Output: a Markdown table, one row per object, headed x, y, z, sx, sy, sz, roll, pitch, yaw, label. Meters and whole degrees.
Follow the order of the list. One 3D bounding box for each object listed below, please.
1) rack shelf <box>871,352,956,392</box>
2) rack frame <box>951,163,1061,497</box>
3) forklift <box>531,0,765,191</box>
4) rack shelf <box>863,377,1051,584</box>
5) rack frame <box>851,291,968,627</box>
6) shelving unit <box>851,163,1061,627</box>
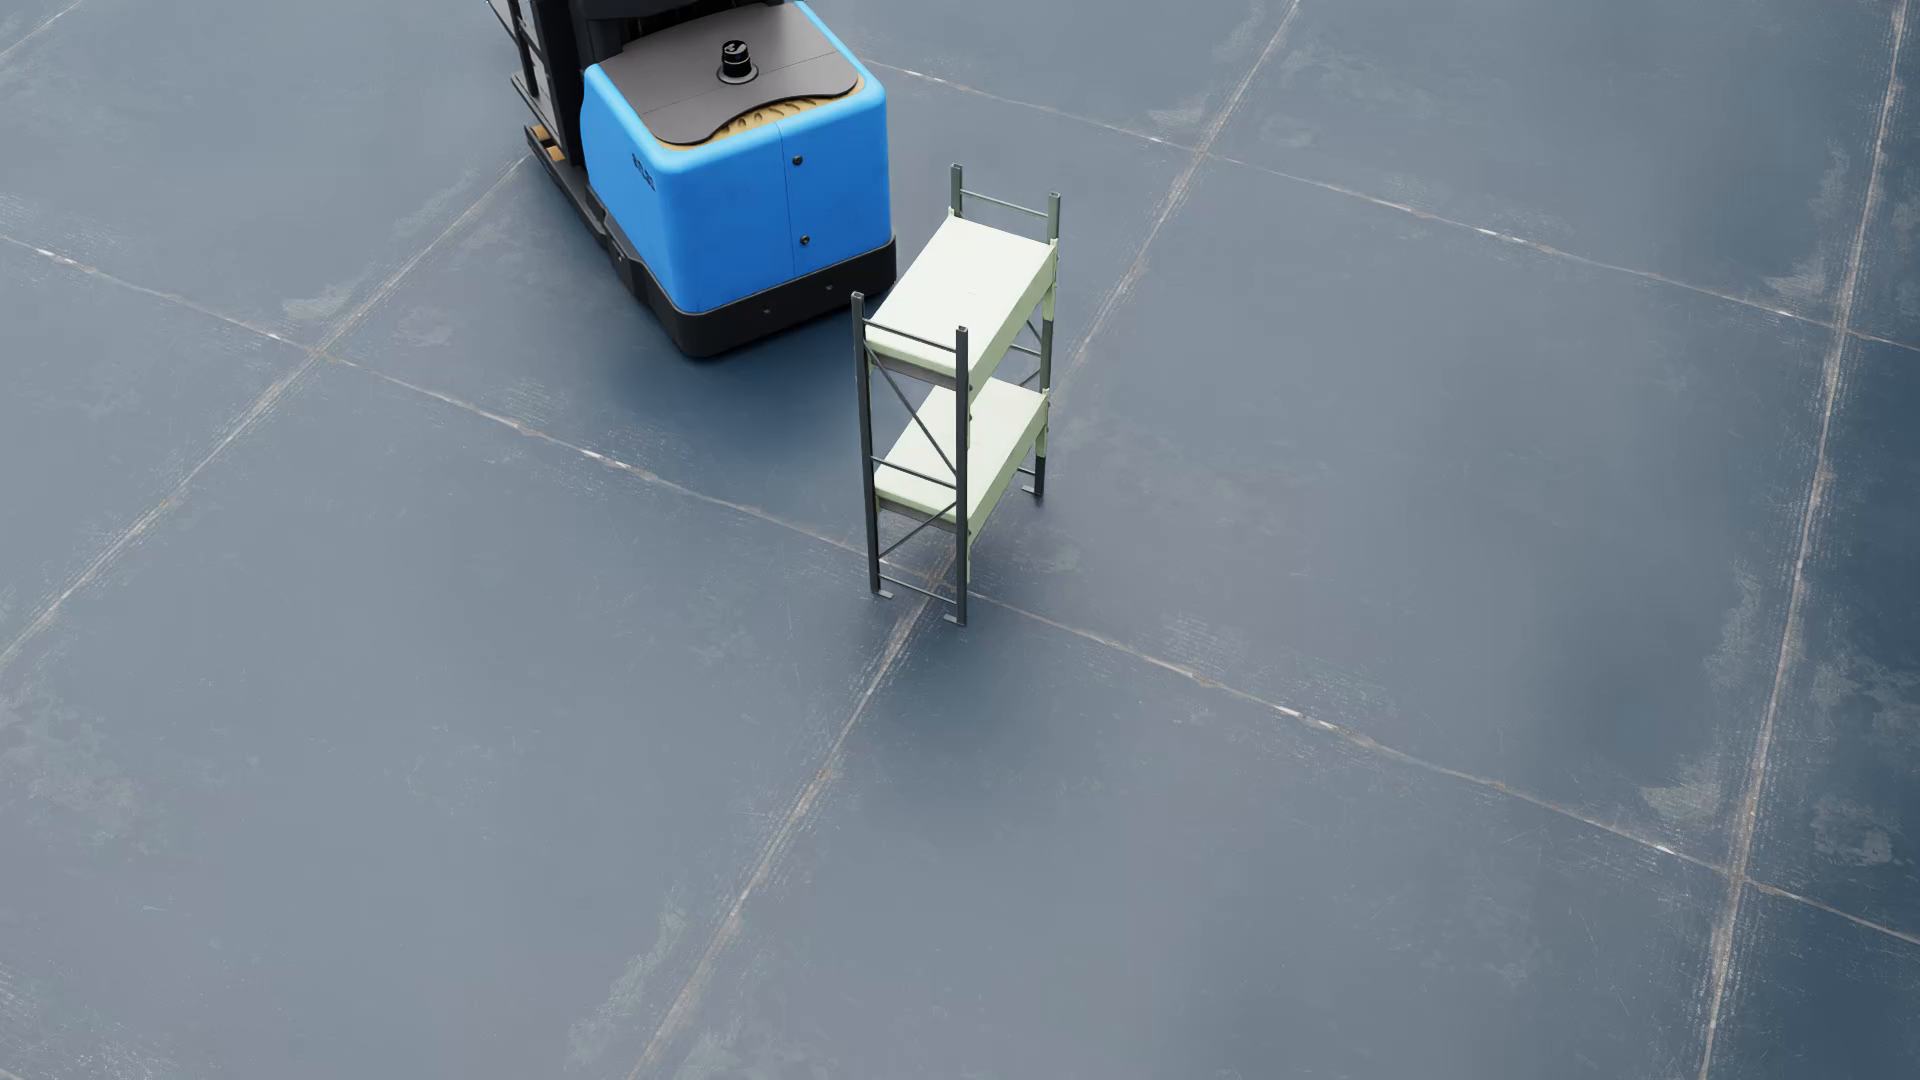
| x | y | z | sx | sy | sz | roll | pitch | yaw | label |
| --- | --- | --- | --- | --- | --- | --- | --- | --- | --- |
| -0.003 | -0.781 | 5.638 | 0.332 | 0.071 | 0.664 | 20 | 52 | 16 | rack shelf |
| 0.154 | -0.733 | 6.204 | 0.400 | 1.500 | 0.023 | 20 | 52 | 16 | rack frame |
| 6.901 | -17.480 | 15.522 | 32.329 | 9.011 | 23.083 | -24 | 54 | -19 | forklift |
| 6.294 | -10.318 | 14.945 | 6.000 | 0.609 | 30.141 | 20 | 52 | 16 | rack shelf |
| -0.159 | -0.229 | 5.776 | 0.400 | 1.500 | 0.023 | 20 | 52 | 16 | rack frame |
| 6.291 | -10.601 | 14.600 | 6.000 | 1.500 | 30.159 | 20 | 52 | 16 | shelving unit |
